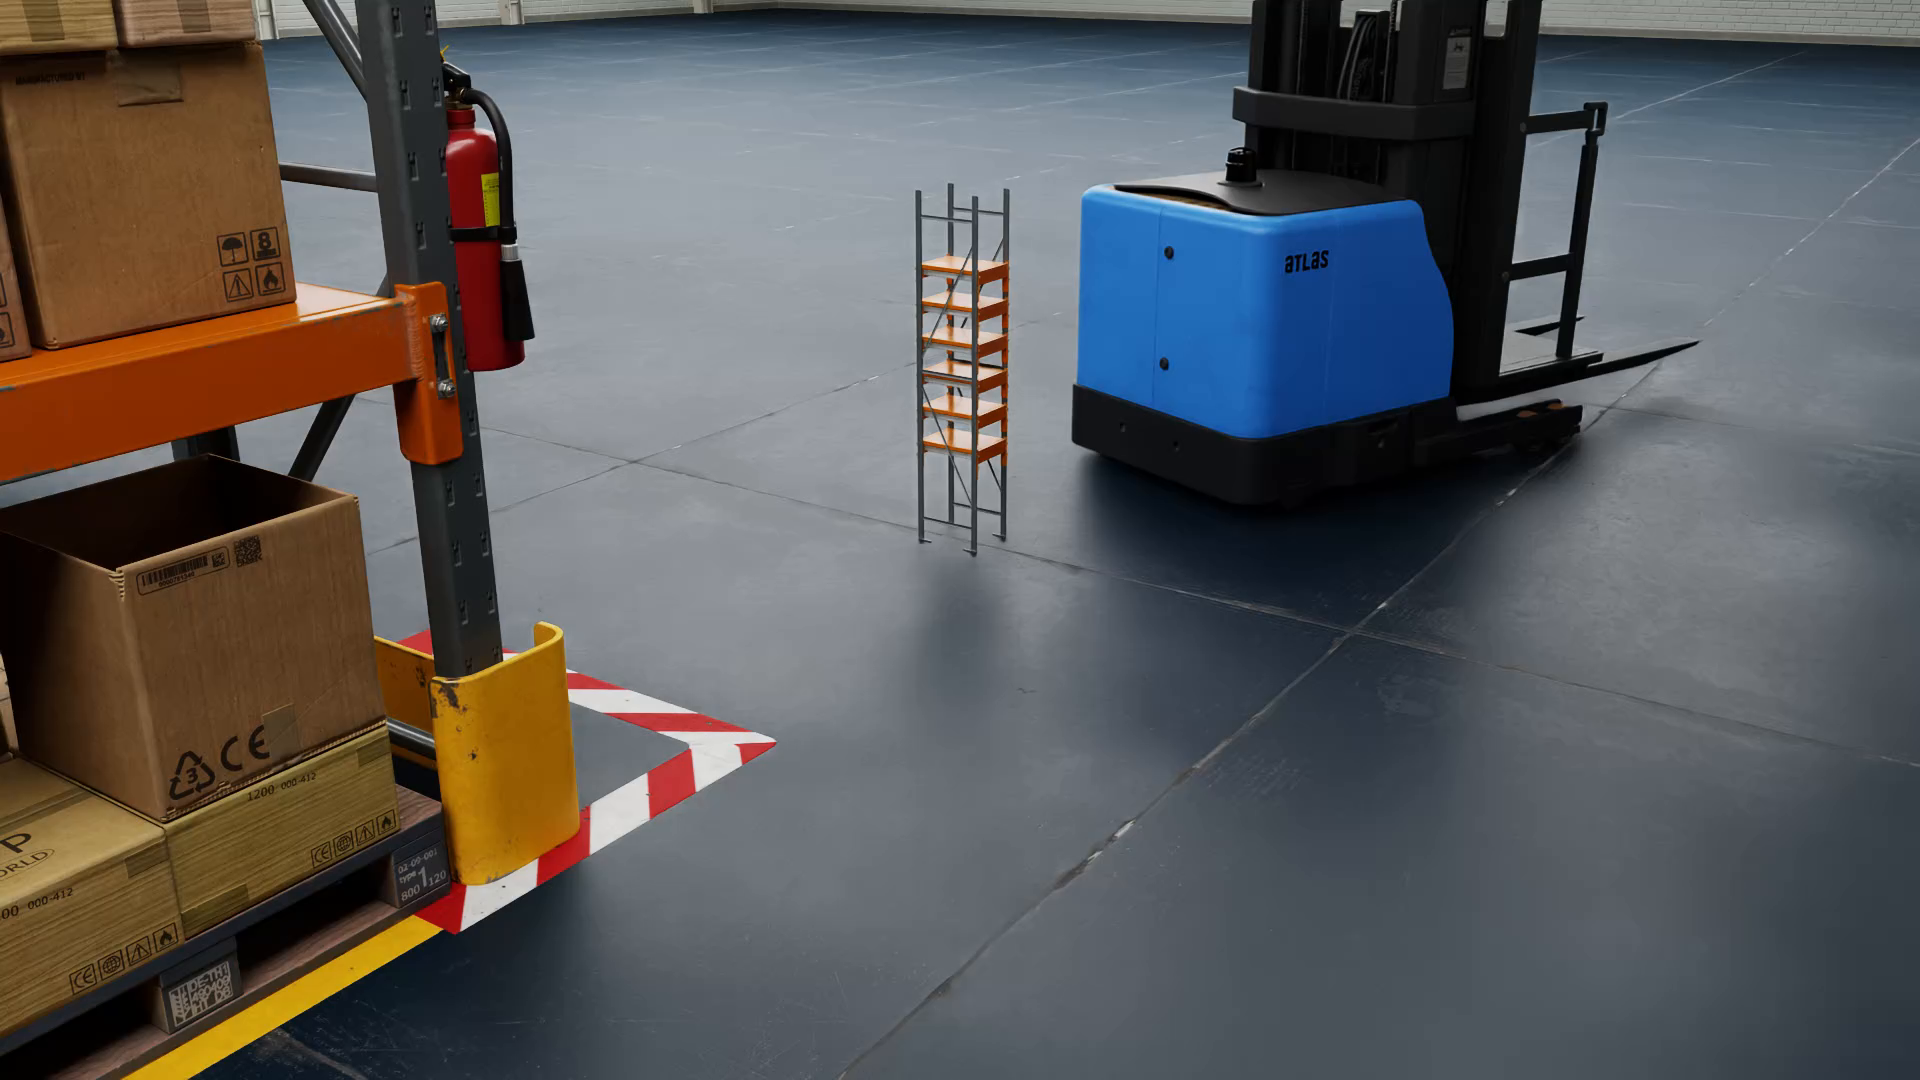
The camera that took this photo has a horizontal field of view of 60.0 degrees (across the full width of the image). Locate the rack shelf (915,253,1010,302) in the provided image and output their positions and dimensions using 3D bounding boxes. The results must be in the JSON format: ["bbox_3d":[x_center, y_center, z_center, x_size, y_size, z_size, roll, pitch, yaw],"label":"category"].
[{"bbox_3d":[0.008,-0.863,5.459,0.258,0.103,0.180,13,24,32],"label":"rack shelf"}]

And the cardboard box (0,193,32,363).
[{"bbox_3d":[-2.028,-0.551,2.786,0.700,0.500,0.500,14,24,33],"label":"cardboard box"}]

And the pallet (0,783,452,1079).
[{"bbox_3d":[-1.859,0.748,3.437,1.003,0.211,1.213,13,24,32],"label":"pallet"}]

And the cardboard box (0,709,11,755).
[{"bbox_3d":[-2.228,0.208,3.155,0.500,0.500,0.500,13,24,32],"label":"cardboard box"}]

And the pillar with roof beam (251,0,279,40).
[{"bbox_3d":[-9.415,-12.734,27.220,9.100,9.000,0.400,13,24,32],"label":"pillar with roof beam"}]

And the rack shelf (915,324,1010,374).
[{"bbox_3d":[0.008,-0.638,5.542,0.258,0.103,0.180,13,24,32],"label":"rack shelf"}]

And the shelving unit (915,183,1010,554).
[{"bbox_3d":[0.008,-0.567,5.568,0.258,1.200,0.189,13,24,32],"label":"shelving unit"}]

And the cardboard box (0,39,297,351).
[{"bbox_3d":[-1.737,-0.702,3.196,0.700,0.500,0.500,13,24,32],"label":"cardboard box"}]

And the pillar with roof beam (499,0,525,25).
[{"bbox_3d":[-6.043,-14.456,31.874,9.100,9.000,0.400,13,24,32],"label":"pillar with roof beam"}]

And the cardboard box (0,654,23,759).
[{"bbox_3d":[-1.949,0.416,3.674,0.500,0.250,0.500,13,24,32],"label":"cardboard box"}]

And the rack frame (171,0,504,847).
[{"bbox_3d":[-1.464,-0.787,3.569,1.000,3.000,0.127,13,24,32],"label":"rack frame"}]

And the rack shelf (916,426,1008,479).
[{"bbox_3d":[0.008,-0.300,5.667,0.258,0.103,0.180,13,24,32],"label":"rack shelf"}]

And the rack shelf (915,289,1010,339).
[{"bbox_3d":[0.008,-0.750,5.500,0.258,0.103,0.180,13,24,32],"label":"rack shelf"}]

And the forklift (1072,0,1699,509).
[{"bbox_3d":[1.943,-1.867,6.587,3.031,2.935,1.130,-14,24,-33],"label":"forklift"}]

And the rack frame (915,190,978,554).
[{"bbox_3d":[-0.043,-0.541,5.497,0.240,1.200,0.006,13,24,32],"label":"rack frame"}]

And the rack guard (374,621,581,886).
[{"bbox_3d":[-1.450,0.379,4.021,1.175,0.500,0.348,13,24,32],"label":"rack guard"}]

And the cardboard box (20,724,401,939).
[{"bbox_3d":[-1.521,0.517,3.401,0.500,0.250,0.500,13,24,32],"label":"cardboard box"}]

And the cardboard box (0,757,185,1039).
[{"bbox_3d":[-1.792,0.663,3.007,0.500,0.250,0.500,13,24,32],"label":"cardboard box"}]

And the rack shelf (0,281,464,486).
[{"bbox_3d":[-2.588,0.124,2.142,1.077,0.370,4.000,13,24,32],"label":"rack shelf"}]

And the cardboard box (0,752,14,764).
[{"bbox_3d":[-2.227,0.560,3.284,0.500,0.250,0.500,13,24,32],"label":"cardboard box"}]

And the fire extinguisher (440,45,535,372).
[{"bbox_3d":[-1.013,-0.694,3.429,0.296,0.674,0.183,13,24,32],"label":"fire extinguisher"}]

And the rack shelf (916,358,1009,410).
[{"bbox_3d":[0.008,-0.525,5.583,0.258,0.103,0.180,13,24,32],"label":"rack shelf"}]

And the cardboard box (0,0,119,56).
[{"bbox_3d":[-1.667,-0.916,2.838,0.380,0.149,0.250,14,24,33],"label":"cardboard box"}]

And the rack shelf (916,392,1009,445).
[{"bbox_3d":[0.008,-0.413,5.625,0.258,0.103,0.180,13,24,32],"label":"rack shelf"}]

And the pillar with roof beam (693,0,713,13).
[{"bbox_3d":[-2.670,-16.177,36.528,9.100,9.000,0.400,13,24,32],"label":"pillar with roof beam"}]

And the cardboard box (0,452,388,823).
[{"bbox_3d":[-1.519,0.166,3.270,0.500,0.500,0.500,13,24,32],"label":"cardboard box"}]

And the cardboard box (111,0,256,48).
[{"bbox_3d":[-1.521,-0.991,3.042,0.380,0.149,0.250,13,24,31],"label":"cardboard box"}]

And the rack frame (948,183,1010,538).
[{"bbox_3d":[0.060,-0.593,5.639,0.240,1.200,0.006,13,24,32],"label":"rack frame"}]
